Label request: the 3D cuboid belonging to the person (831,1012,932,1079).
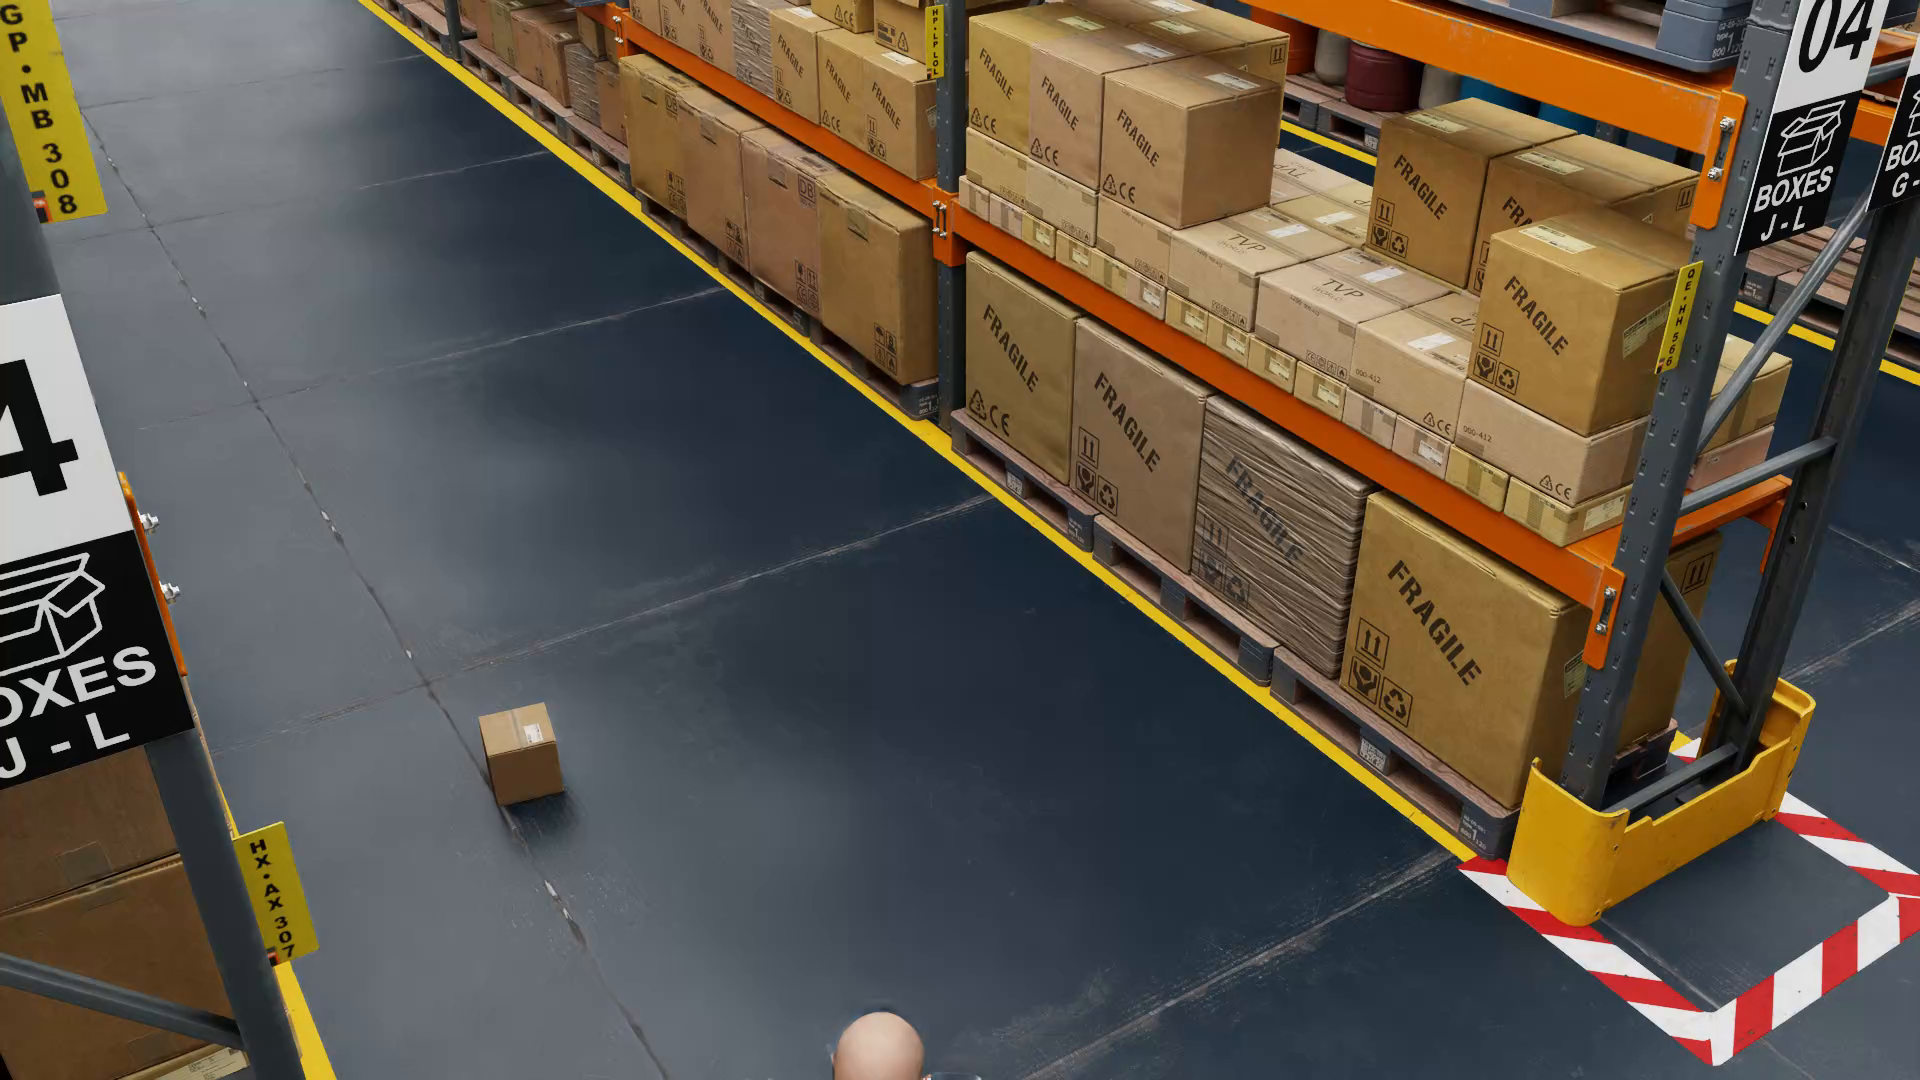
[{"bbox_3d":[-0.153,1.674,3.437,0.627,1.659,1.107,-4,32,-6],"label":"person"}]
